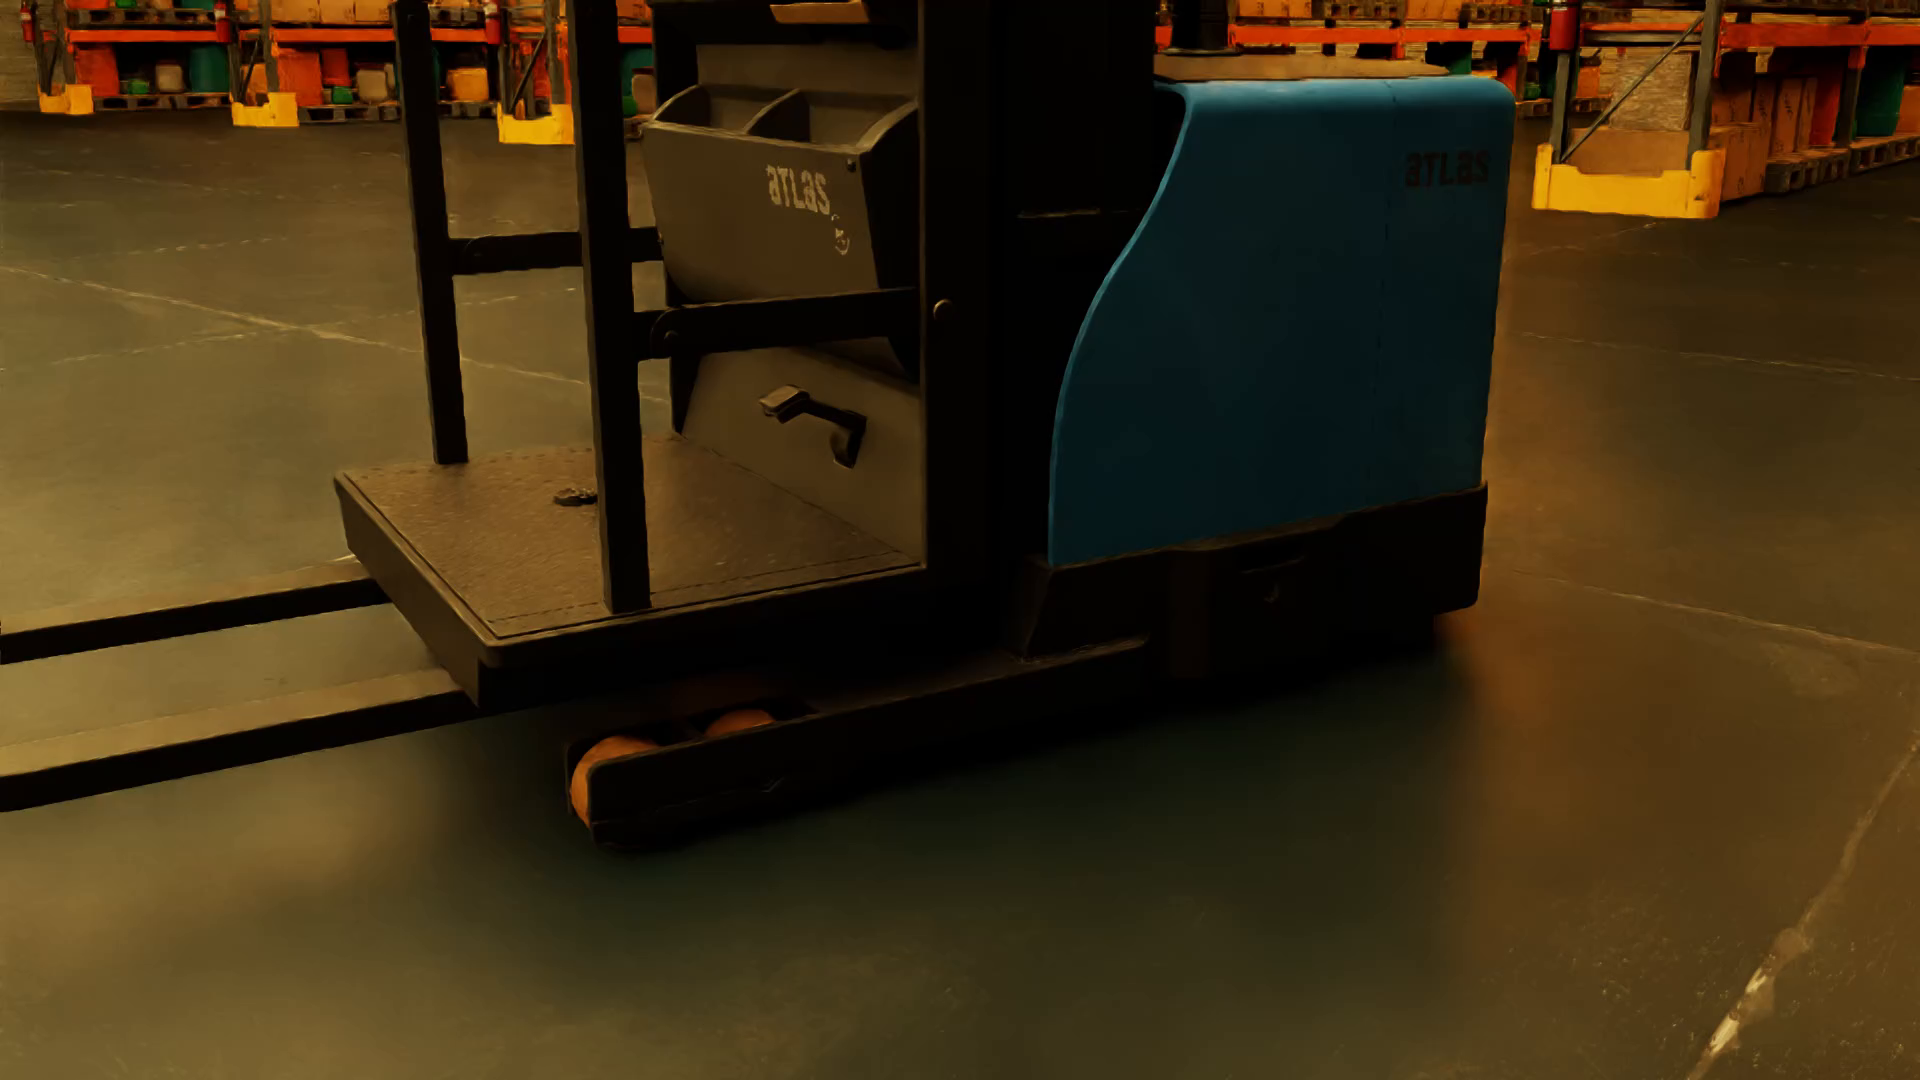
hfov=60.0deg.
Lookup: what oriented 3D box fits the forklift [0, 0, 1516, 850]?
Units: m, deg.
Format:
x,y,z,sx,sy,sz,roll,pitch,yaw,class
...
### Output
x,y,z,sx,sy,sz,roll,pitch,yaw,class
-0.498,-1.122,2.593,3.031,2.935,1.130,-10,19,-29,forklift
